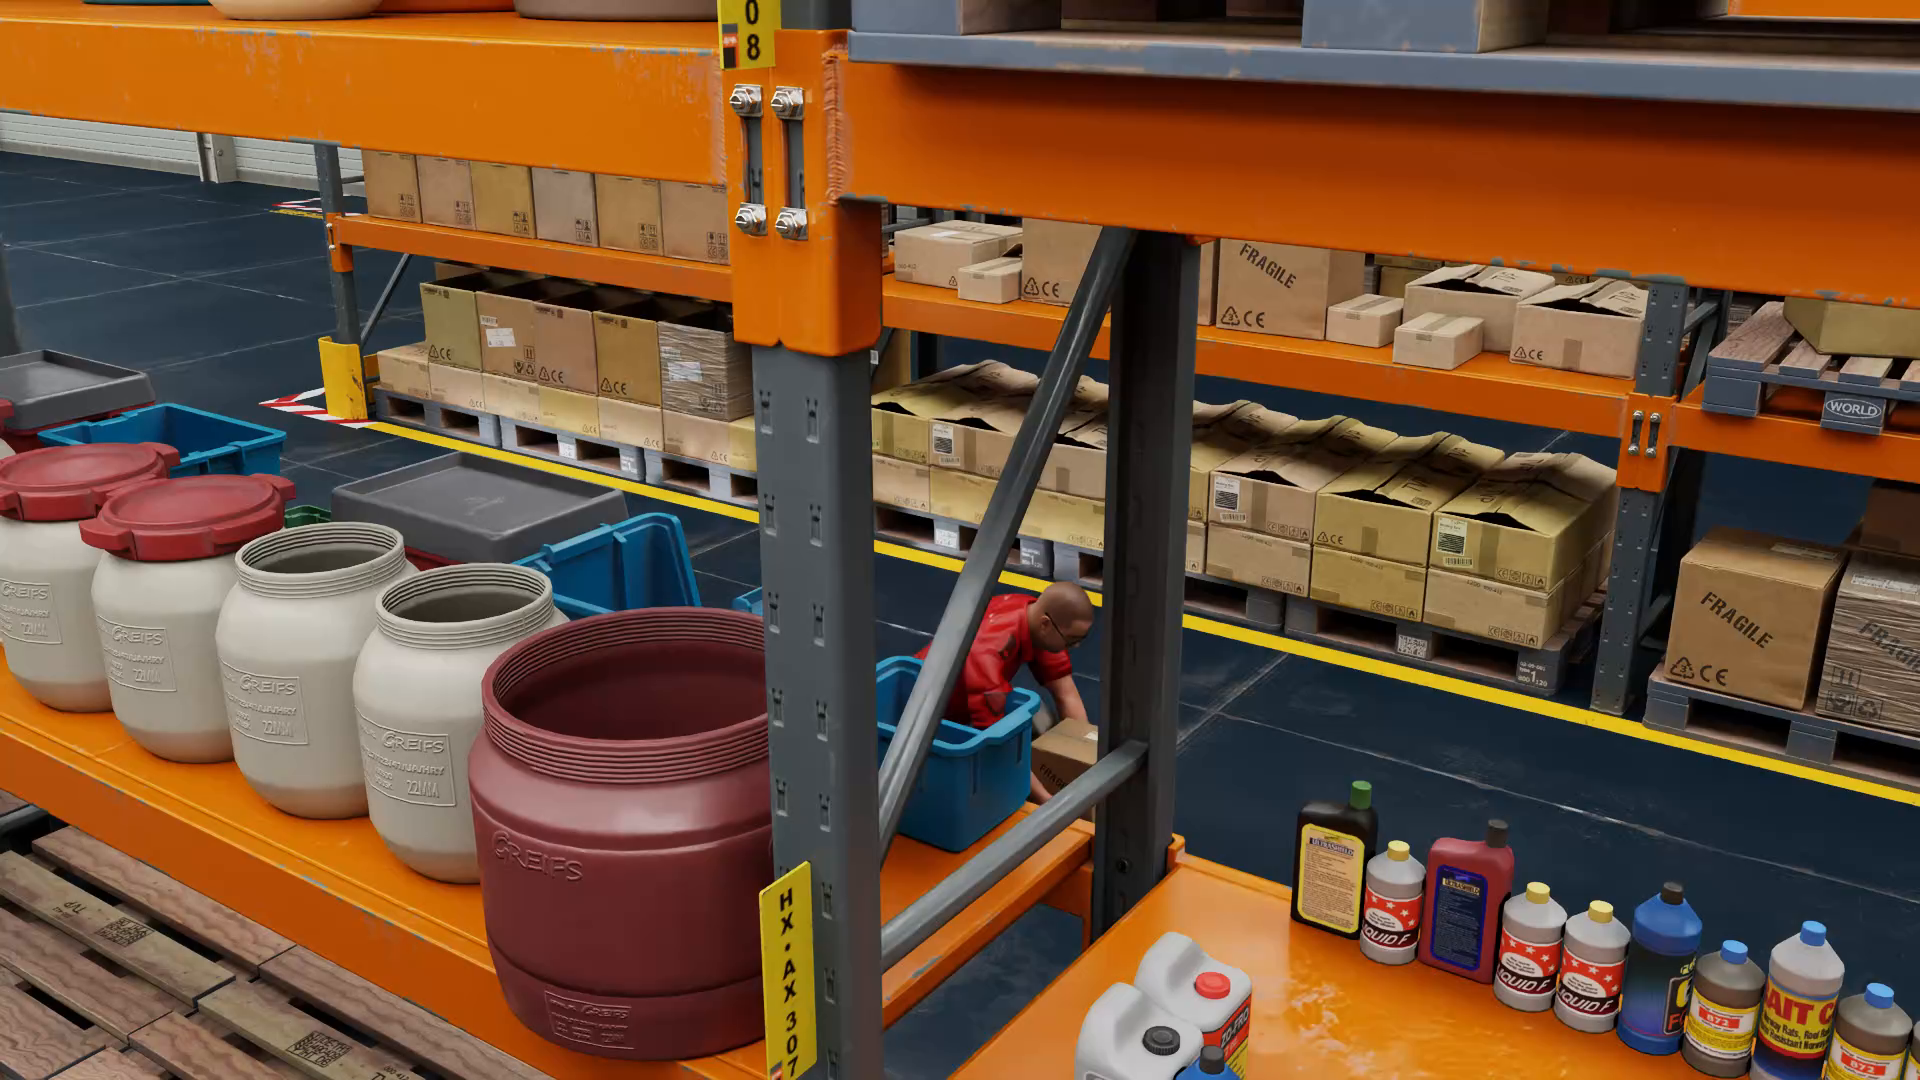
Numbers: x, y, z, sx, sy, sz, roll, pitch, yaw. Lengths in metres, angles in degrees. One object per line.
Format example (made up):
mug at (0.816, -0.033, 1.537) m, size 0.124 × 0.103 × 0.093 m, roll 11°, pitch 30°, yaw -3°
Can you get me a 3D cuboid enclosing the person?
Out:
person at (0.116, 0.567, 5.648) m, size 0.863 × 0.978 × 0.548 m, roll 13°, pitch 23°, yaw 32°
